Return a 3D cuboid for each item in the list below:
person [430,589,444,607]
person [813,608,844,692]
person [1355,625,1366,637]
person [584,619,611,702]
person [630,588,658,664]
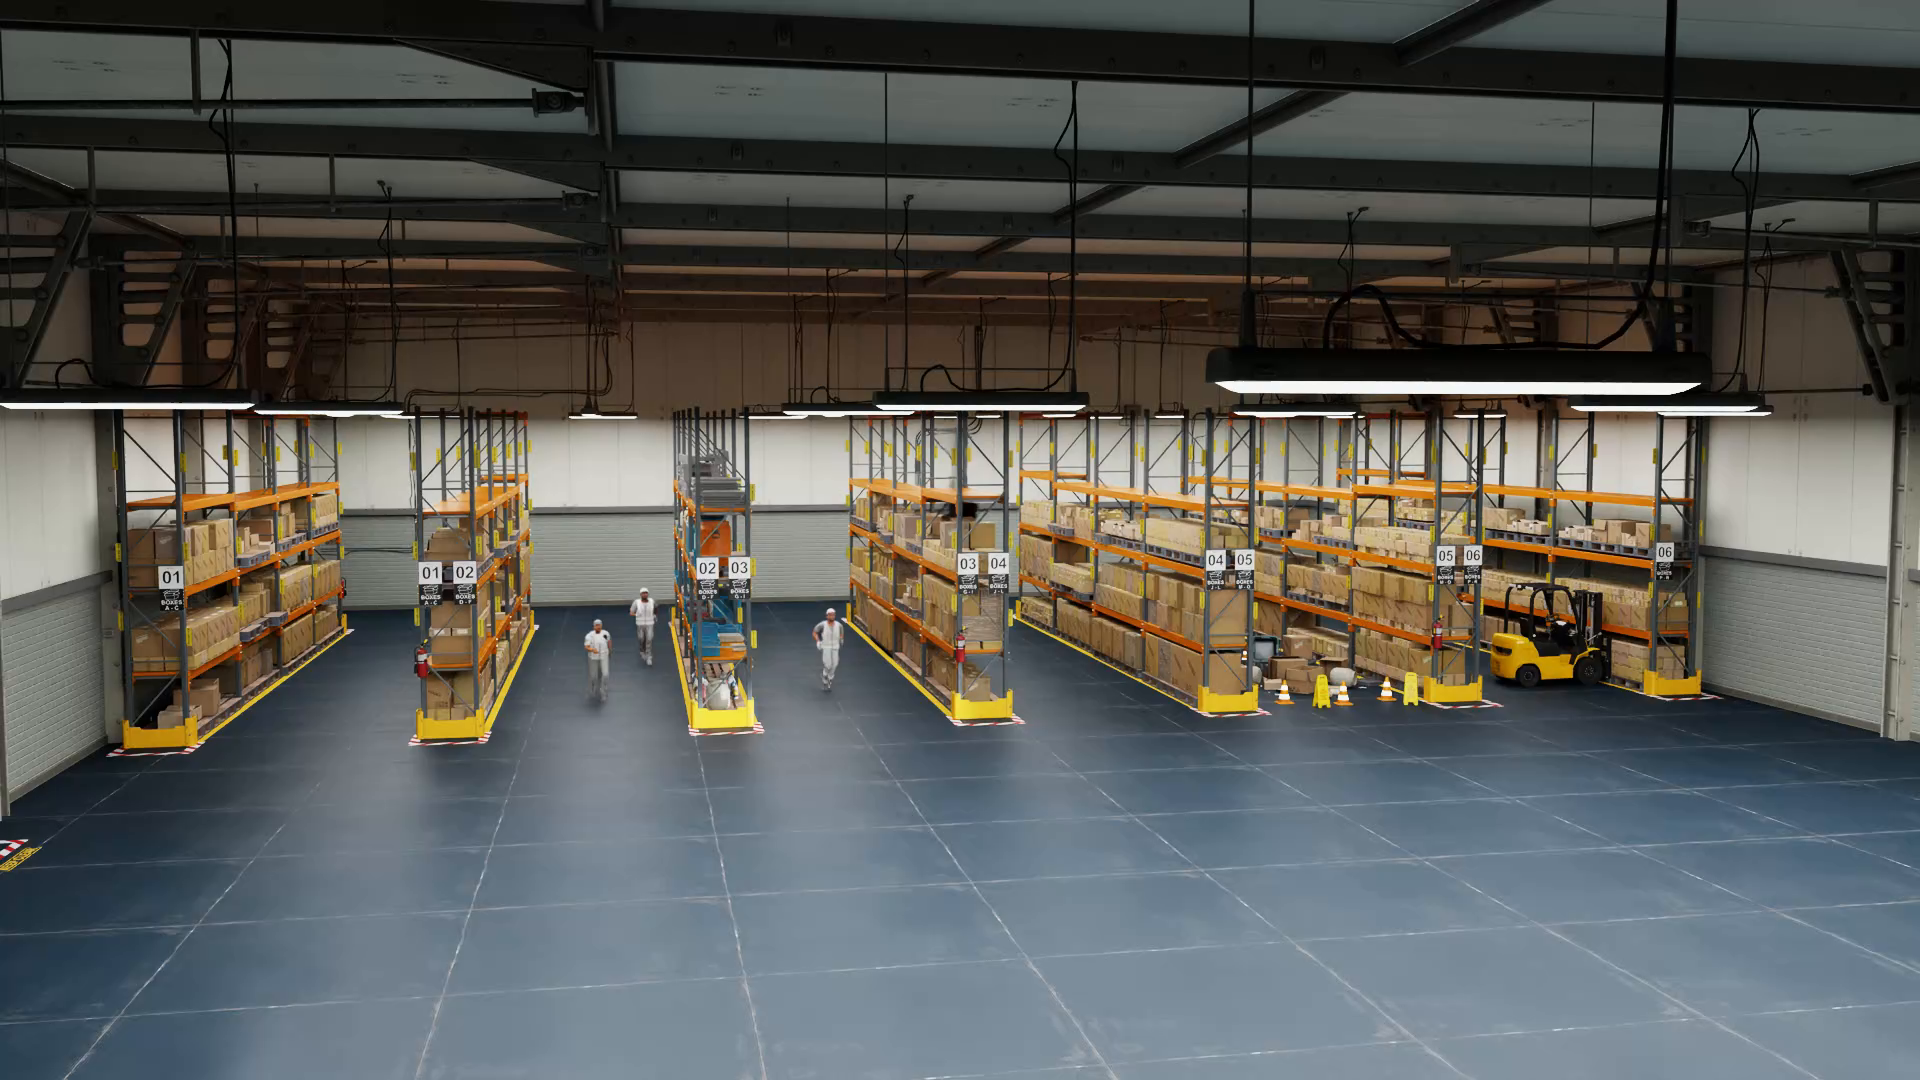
[{"bbox_3d":[-13.158,1.898,42.329,0.753,1.744,1.017,-1,4,-13],"label":"person"},{"bbox_3d":[-2.740,2.333,35.203,0.634,1.773,0.674,-2,4,-22],"label":"person"},{"bbox_3d":[10.207,1.871,42.381,0.583,1.747,0.801,-1,4,-16],"label":"person"},{"bbox_3d":[-7.446,2.479,34.232,0.556,1.715,0.760,-1,4,-17],"label":"person"},{"bbox_3d":[-7.448,2.008,39.276,0.683,1.771,0.969,-1,4,-14],"label":"person"}]
